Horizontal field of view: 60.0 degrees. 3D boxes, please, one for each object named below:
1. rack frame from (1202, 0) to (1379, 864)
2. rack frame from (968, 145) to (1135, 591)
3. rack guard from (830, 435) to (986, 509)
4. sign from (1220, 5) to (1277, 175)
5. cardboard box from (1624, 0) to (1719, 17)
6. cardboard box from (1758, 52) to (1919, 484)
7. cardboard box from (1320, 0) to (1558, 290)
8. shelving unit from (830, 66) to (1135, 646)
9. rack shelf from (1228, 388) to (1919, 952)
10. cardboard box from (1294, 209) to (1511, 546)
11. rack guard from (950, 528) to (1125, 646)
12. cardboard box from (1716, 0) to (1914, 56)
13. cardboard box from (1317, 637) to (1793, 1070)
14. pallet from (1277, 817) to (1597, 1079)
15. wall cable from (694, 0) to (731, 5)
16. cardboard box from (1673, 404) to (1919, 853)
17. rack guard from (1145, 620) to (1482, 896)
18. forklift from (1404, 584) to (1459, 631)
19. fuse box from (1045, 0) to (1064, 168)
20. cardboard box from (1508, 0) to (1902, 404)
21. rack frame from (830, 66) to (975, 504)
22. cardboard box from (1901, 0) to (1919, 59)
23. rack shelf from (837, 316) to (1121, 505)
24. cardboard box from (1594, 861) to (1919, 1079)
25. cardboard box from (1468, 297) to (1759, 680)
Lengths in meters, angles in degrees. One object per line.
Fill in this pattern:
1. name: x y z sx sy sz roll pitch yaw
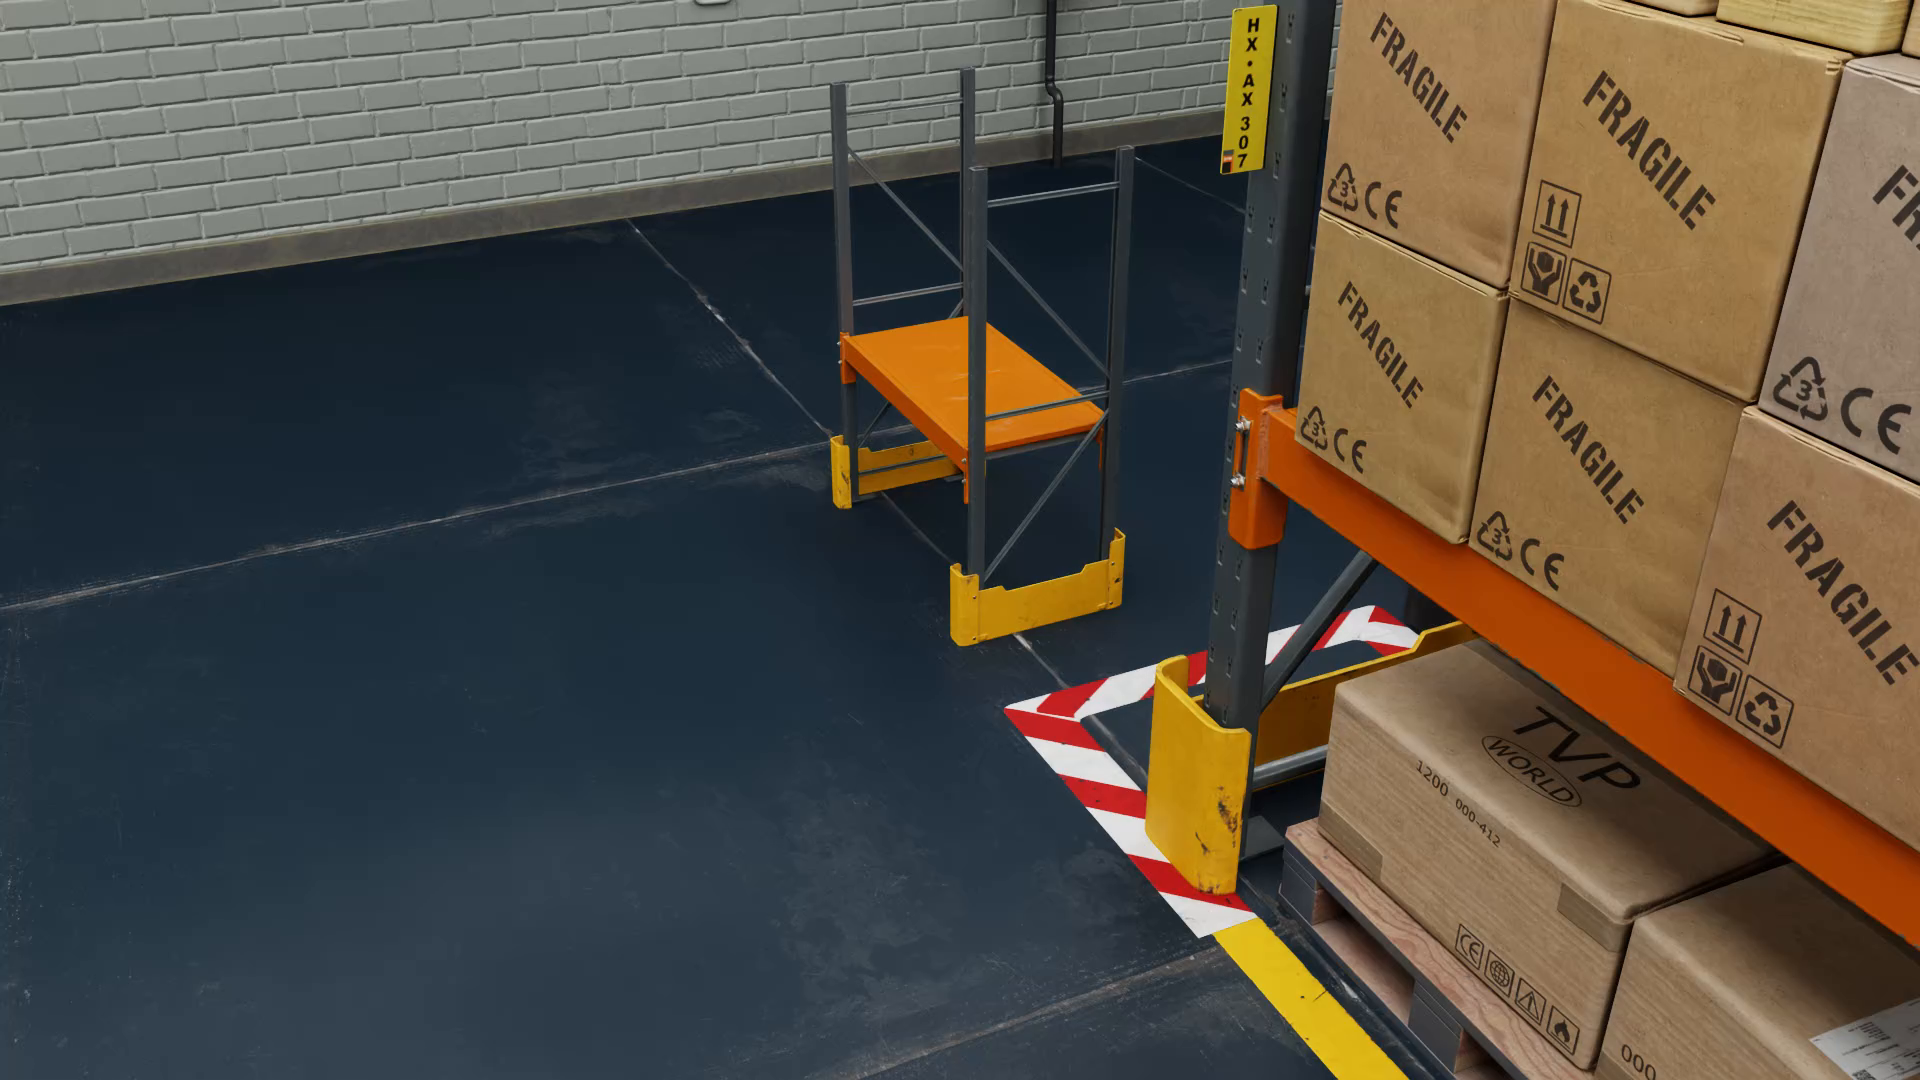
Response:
1. rack frame: 1.077 -0.595 3.745 1.000 3.000 0.127 -13 32 -22
2. rack frame: 0.255 -0.392 4.916 0.500 1.500 0.032 -13 32 -22
3. rack guard: -0.181 -0.295 6.021 0.587 0.250 0.087 -13 32 -22
4. sign: 0.574 -0.893 3.310 0.100 0.325 0.005 -13 32 -22
5. cardboard box: 1.165 -0.903 2.506 0.380 0.149 0.250 -12 31 -20
6. cardboard box: 1.482 -0.351 2.184 0.500 0.500 0.500 -13 32 -22
7. cardboard box: 1.026 -0.803 2.991 0.500 0.500 0.500 -14 32 -23
8. shelving unit: 0.033 -0.620 5.323 0.587 1.500 1.083 -13 32 -22
9. rack shelf: 1.936 0.602 2.345 1.077 0.370 4.000 -13 32 -22
10. cardboard box: 1.024 -0.366 3.234 0.500 0.500 0.500 -13 32 -22
11. rack guard: 0.247 0.145 5.236 0.587 0.250 0.087 -13 32 -22
12. cardboard box: 1.294 -0.791 2.306 0.380 0.149 0.250 -14 32 -24
13. cardboard box: 1.451 0.610 3.786 0.875 0.438 0.875 -14 32 -24
14. pallet: 1.491 0.958 3.826 1.003 0.211 1.213 -13 32 -22
15. wall cable: -1.364 -3.538 7.922 0.585 1.953 0.123 -13 32 -22
16. cardboard box: 1.469 0.080 2.439 0.500 0.500 0.500 -13 32 -22
17. rack guard: 1.067 0.484 4.375 1.175 0.500 0.348 -13 32 -22
18. forklift: 2.931 -0.830 4.233 3.031 2.935 1.130 15 32 24
19. fuse box: 0.596 -2.896 9.165 0.539 1.711 0.414 -13 32 -22
20. cardboard box: 1.254 -0.576 2.586 0.500 0.500 0.500 -14 32 -23
21. rack frame: -0.182 -0.841 5.716 0.500 1.500 0.032 -13 32 -22
22. cardboard box: 1.454 -0.686 2.118 0.380 0.149 0.250 -13 32 -22
23. rack shelf: 0.037 -0.460 5.404 0.538 0.185 1.000 -13 32 -22
24. cardboard box: 1.852 1.012 3.068 0.875 0.438 0.875 -12 32 -21
25. cardboard box: 1.267 -0.149 2.846 0.500 0.500 0.500 -14 32 -23
